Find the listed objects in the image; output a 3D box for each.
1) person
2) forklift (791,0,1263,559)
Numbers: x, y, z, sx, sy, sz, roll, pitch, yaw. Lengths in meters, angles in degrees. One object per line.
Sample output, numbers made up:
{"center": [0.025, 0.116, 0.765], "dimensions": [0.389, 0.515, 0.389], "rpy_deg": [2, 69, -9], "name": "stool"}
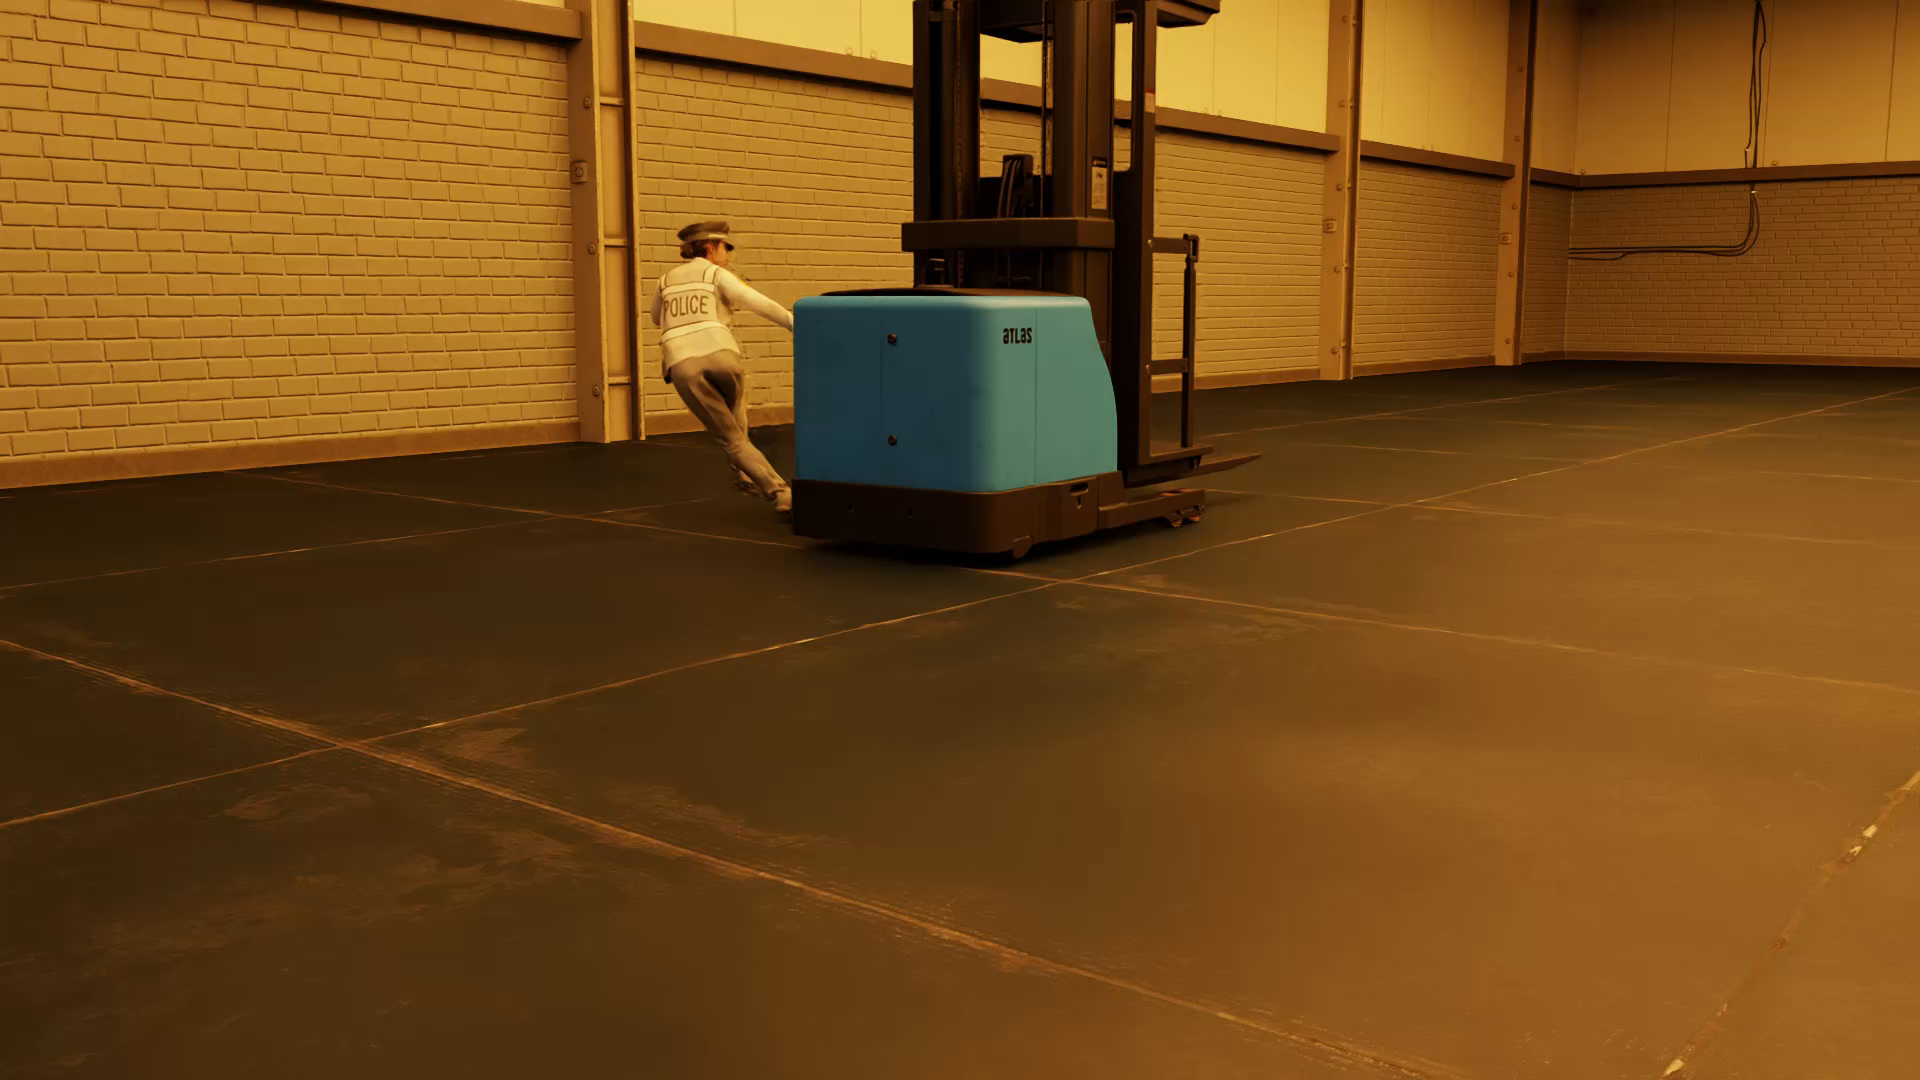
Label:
{"center": [-1.116, -0.856, 8.244], "dimensions": [0.916, 1.432, 0.836], "rpy_deg": [0, 8, 3], "name": "person"}
{"center": [0.525, -1.544, 7.830], "dimensions": [1.130, 2.935, 3.031], "rpy_deg": [6, 10, 34], "name": "forklift"}
